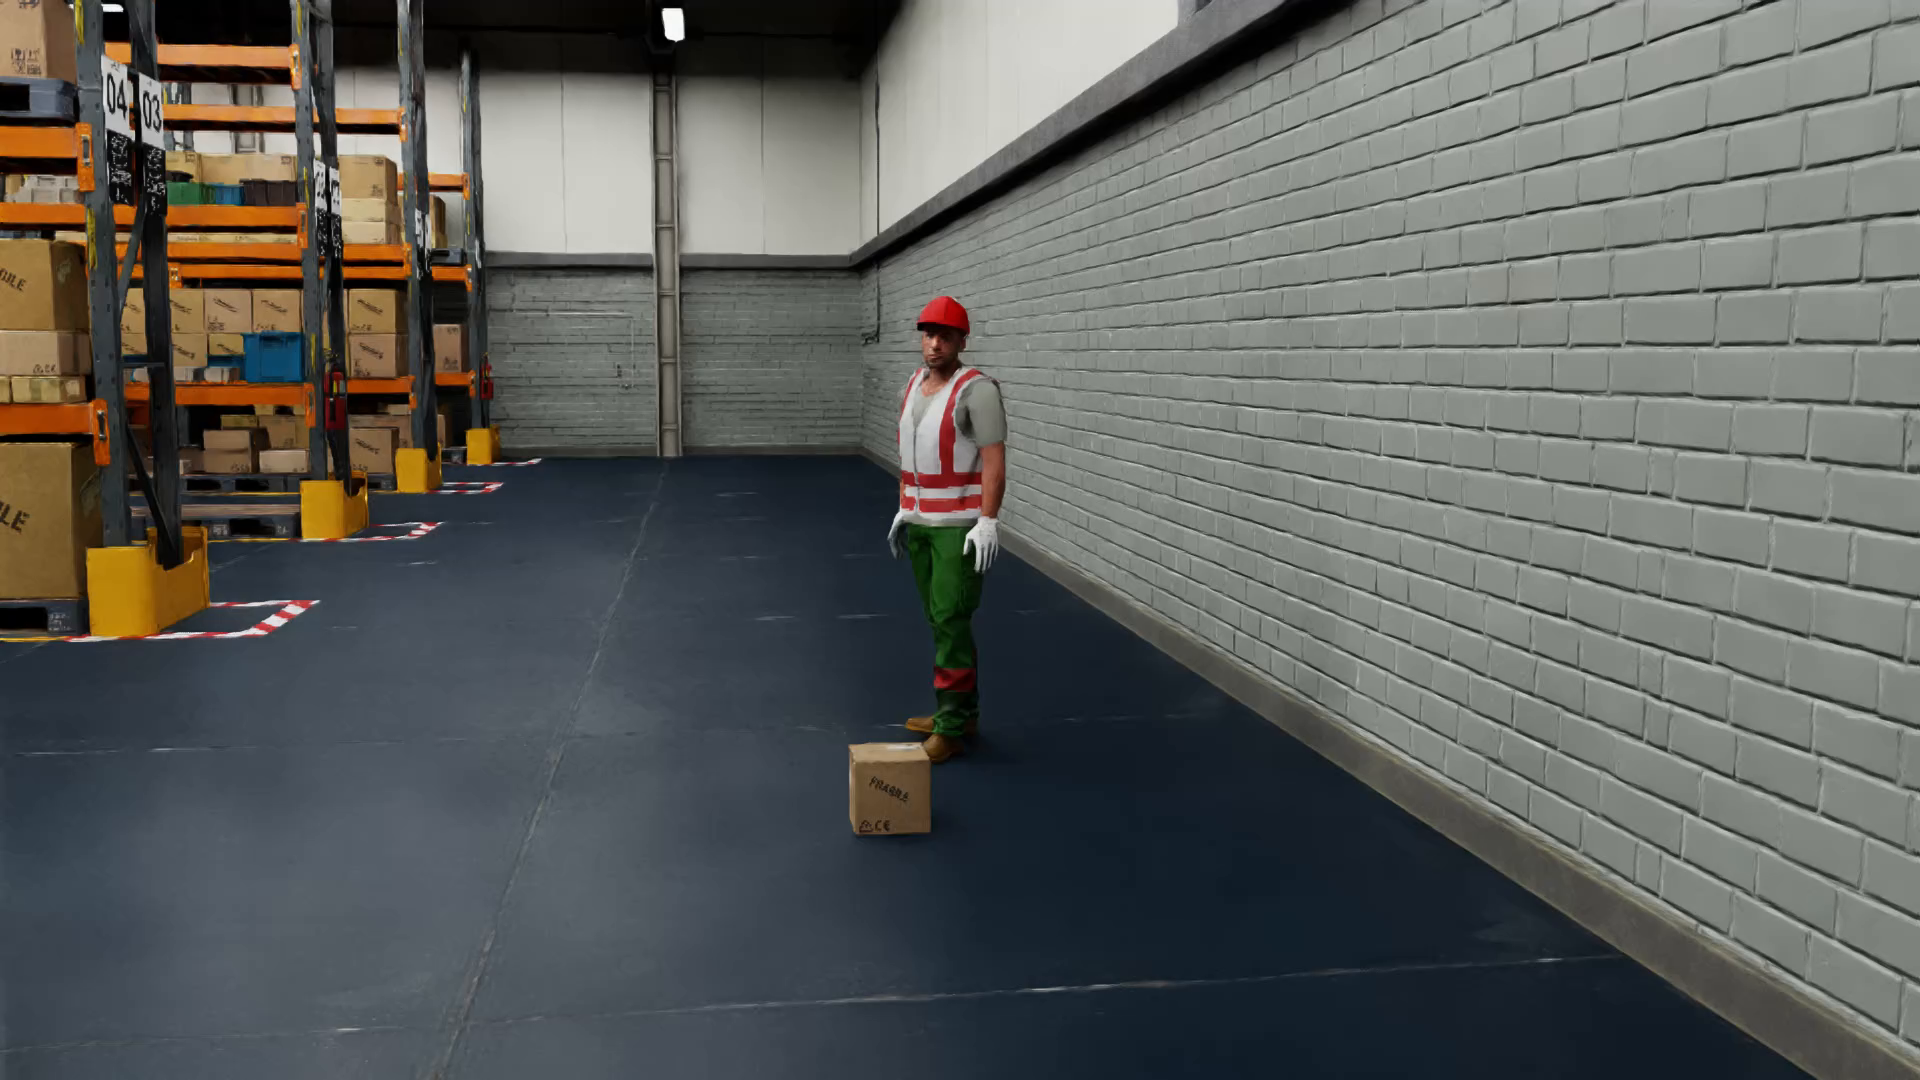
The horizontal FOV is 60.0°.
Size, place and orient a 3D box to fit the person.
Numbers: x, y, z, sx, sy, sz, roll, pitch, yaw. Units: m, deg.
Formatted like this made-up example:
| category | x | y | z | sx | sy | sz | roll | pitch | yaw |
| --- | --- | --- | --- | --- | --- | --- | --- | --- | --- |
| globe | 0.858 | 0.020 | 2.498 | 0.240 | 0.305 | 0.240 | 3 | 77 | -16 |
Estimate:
| category | x | y | z | sx | sy | sz | roll | pitch | yaw |
| --- | --- | --- | --- | --- | --- | --- | --- | --- | --- |
| person | -0.074 | -0.057 | 6.552 | 0.524 | 1.793 | 0.548 | -5 | 8 | -38 |
